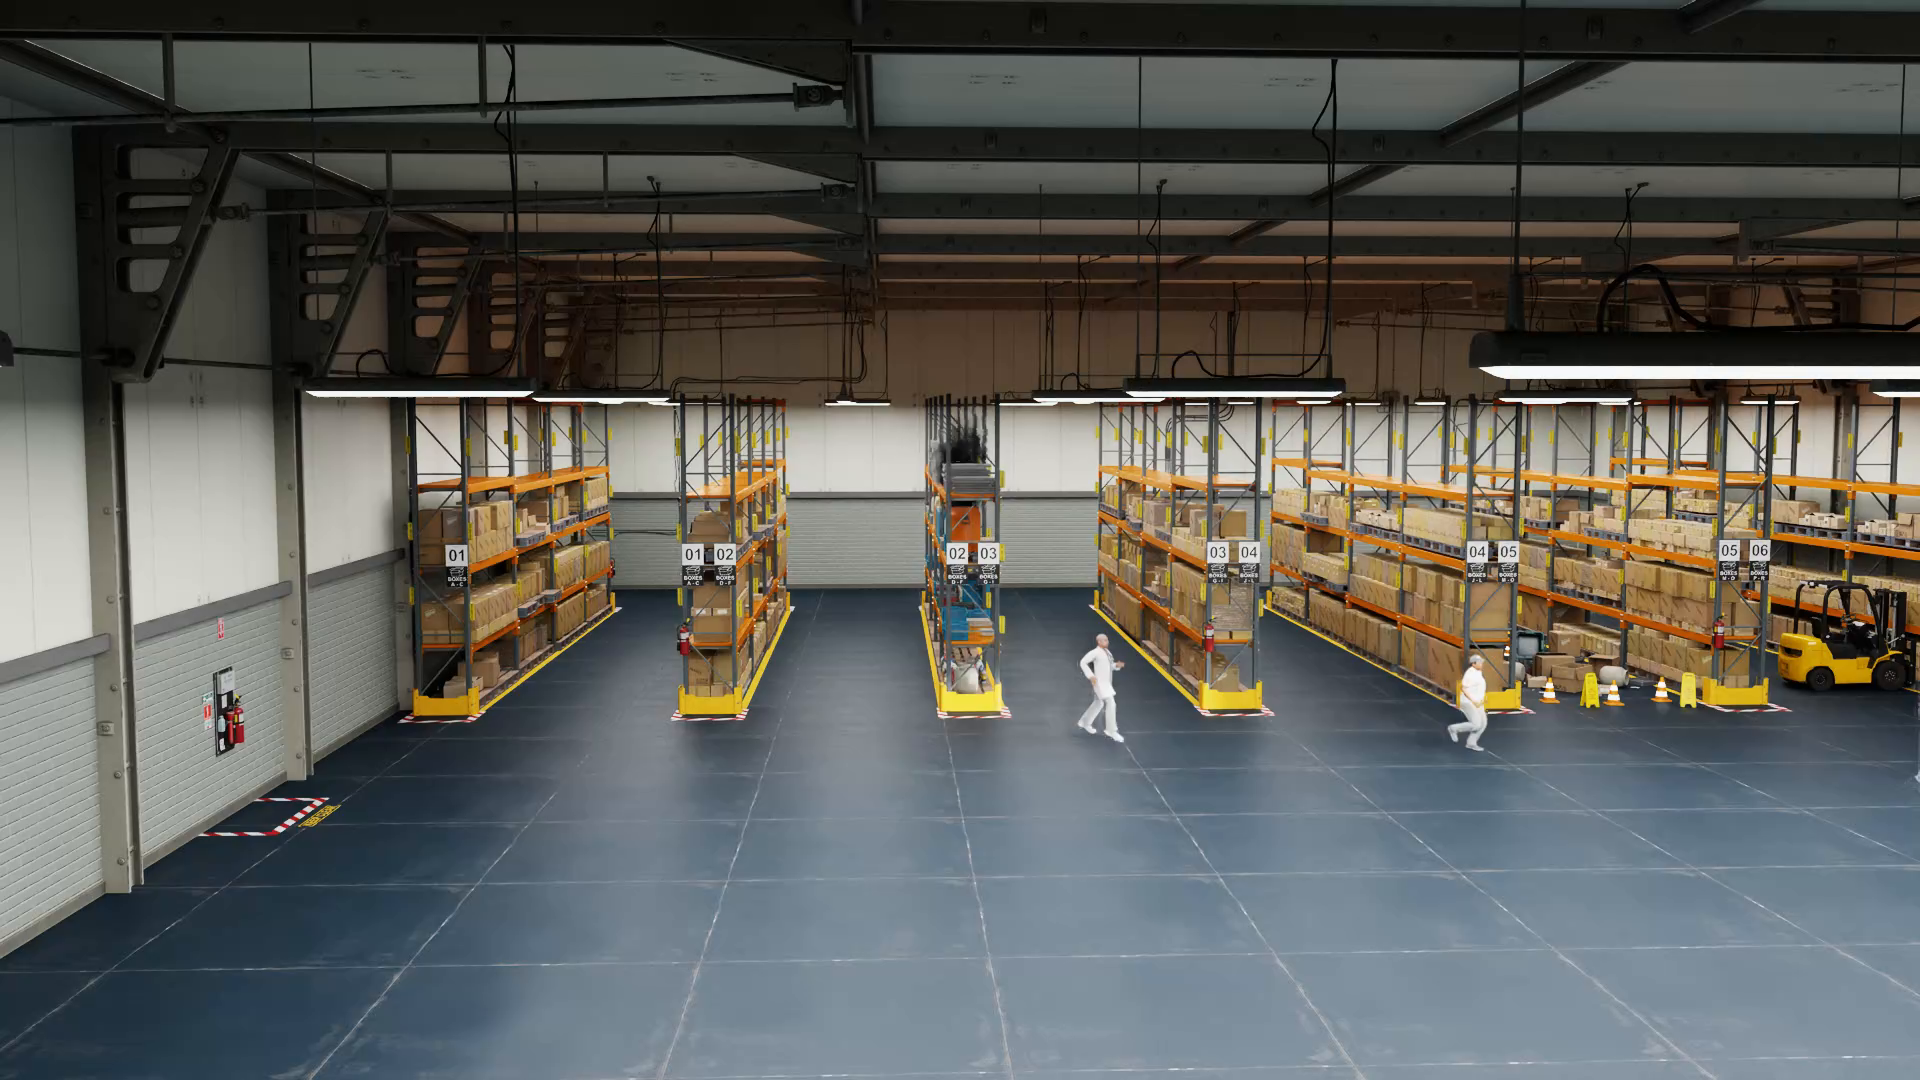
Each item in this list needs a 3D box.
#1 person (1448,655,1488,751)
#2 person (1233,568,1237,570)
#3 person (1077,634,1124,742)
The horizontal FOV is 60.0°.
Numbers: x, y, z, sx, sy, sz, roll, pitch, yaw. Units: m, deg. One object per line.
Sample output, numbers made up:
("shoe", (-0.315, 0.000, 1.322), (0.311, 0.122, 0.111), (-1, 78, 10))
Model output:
("person", (8.538, 2.724, 27.932), (0.586, 1.622, 0.595), (3, 5, 34))
("person", (7.673, 1.195, 48.022), (0.658, 1.474, 0.551), (2, 5, 27))
("person", (2.450, 2.541, 28.872), (0.920, 1.831, 0.680), (2, 5, 25))
